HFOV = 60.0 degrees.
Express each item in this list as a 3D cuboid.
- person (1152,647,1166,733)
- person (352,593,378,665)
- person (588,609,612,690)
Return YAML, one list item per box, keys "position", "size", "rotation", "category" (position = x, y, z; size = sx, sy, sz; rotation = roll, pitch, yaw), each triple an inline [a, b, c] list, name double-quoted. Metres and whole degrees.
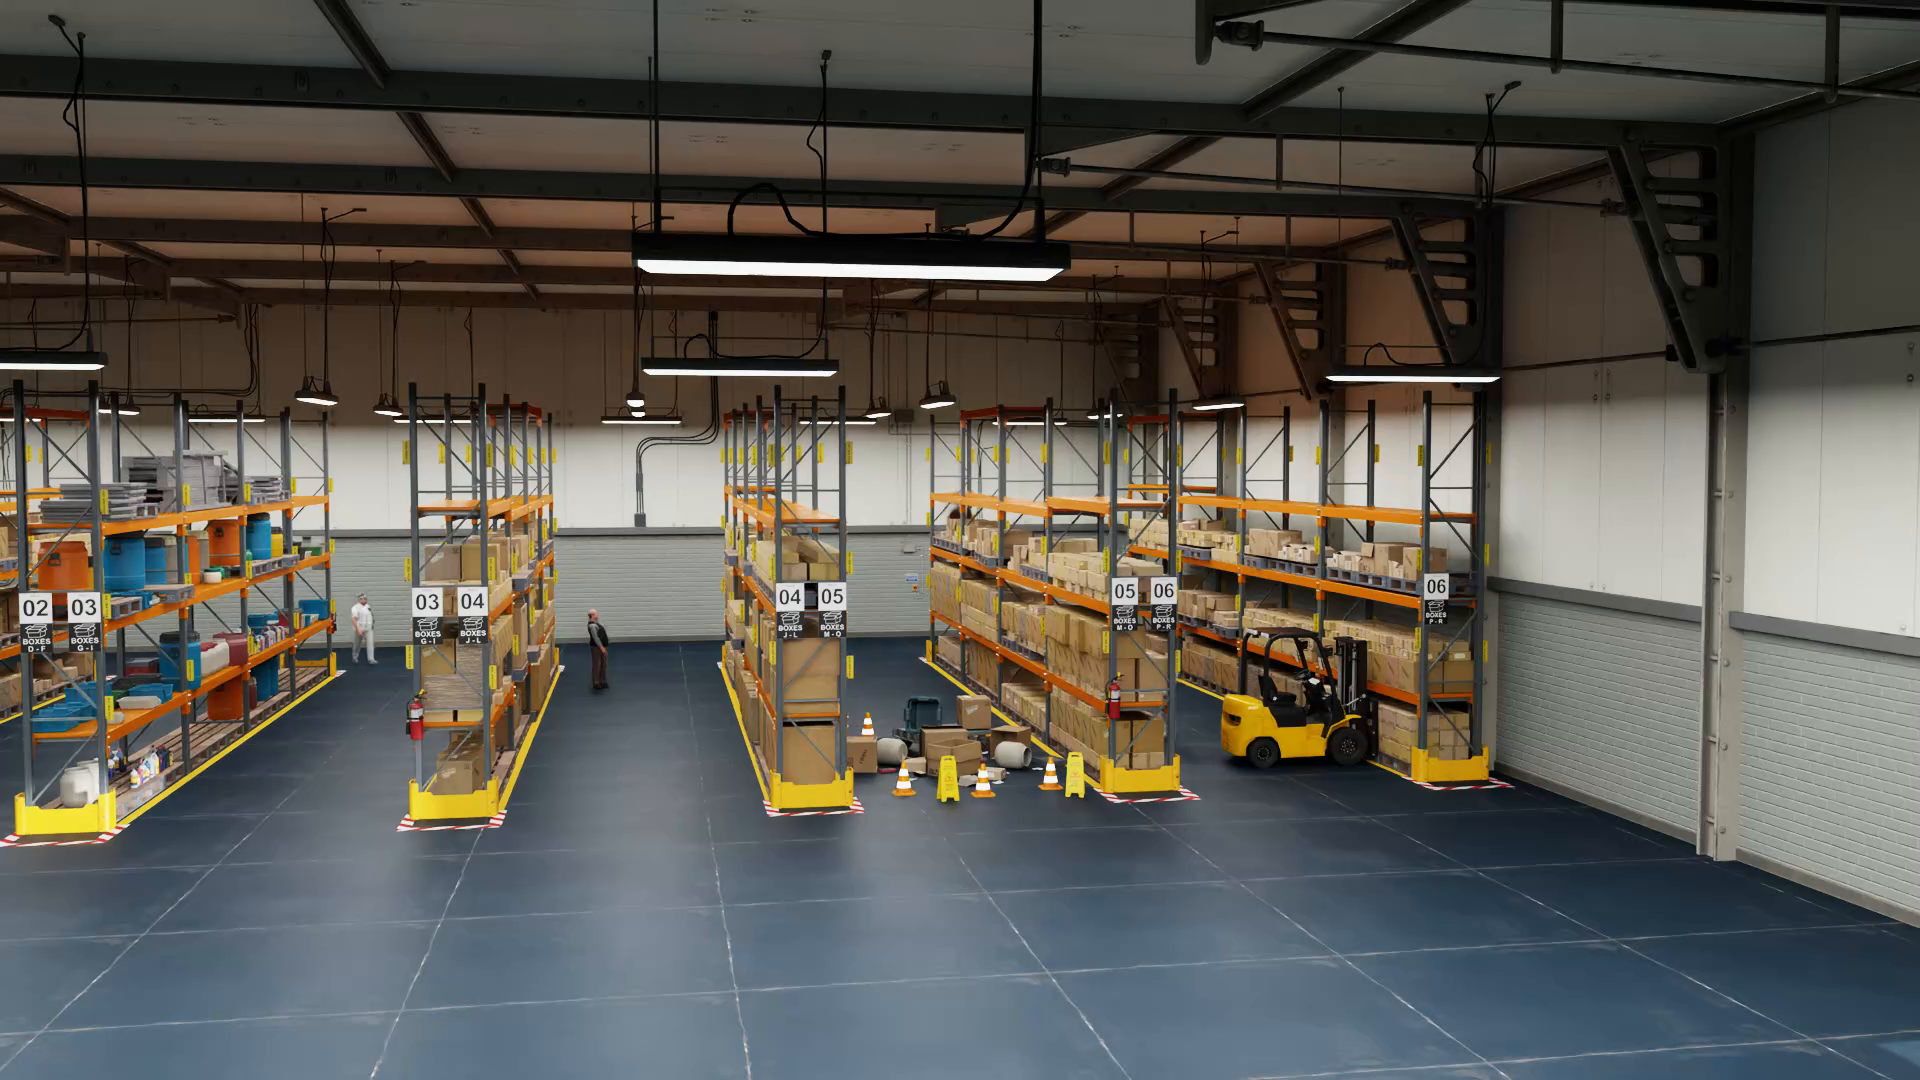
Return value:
- position: [3.562, 2.716, 29.927]
  size: [0.511, 1.580, 0.893]
  rotation: [0, 3, -9]
  category: "person"
- position: [-14.244, 2.116, 39.644]
  size: [0.522, 1.720, 1.078]
  rotation: [-2, 4, -36]
  category: "person"
- position: [-7.729, 2.353, 35.688]
  size: [0.584, 1.741, 0.613]
  rotation: [1, 3, 20]
  category: "person"
